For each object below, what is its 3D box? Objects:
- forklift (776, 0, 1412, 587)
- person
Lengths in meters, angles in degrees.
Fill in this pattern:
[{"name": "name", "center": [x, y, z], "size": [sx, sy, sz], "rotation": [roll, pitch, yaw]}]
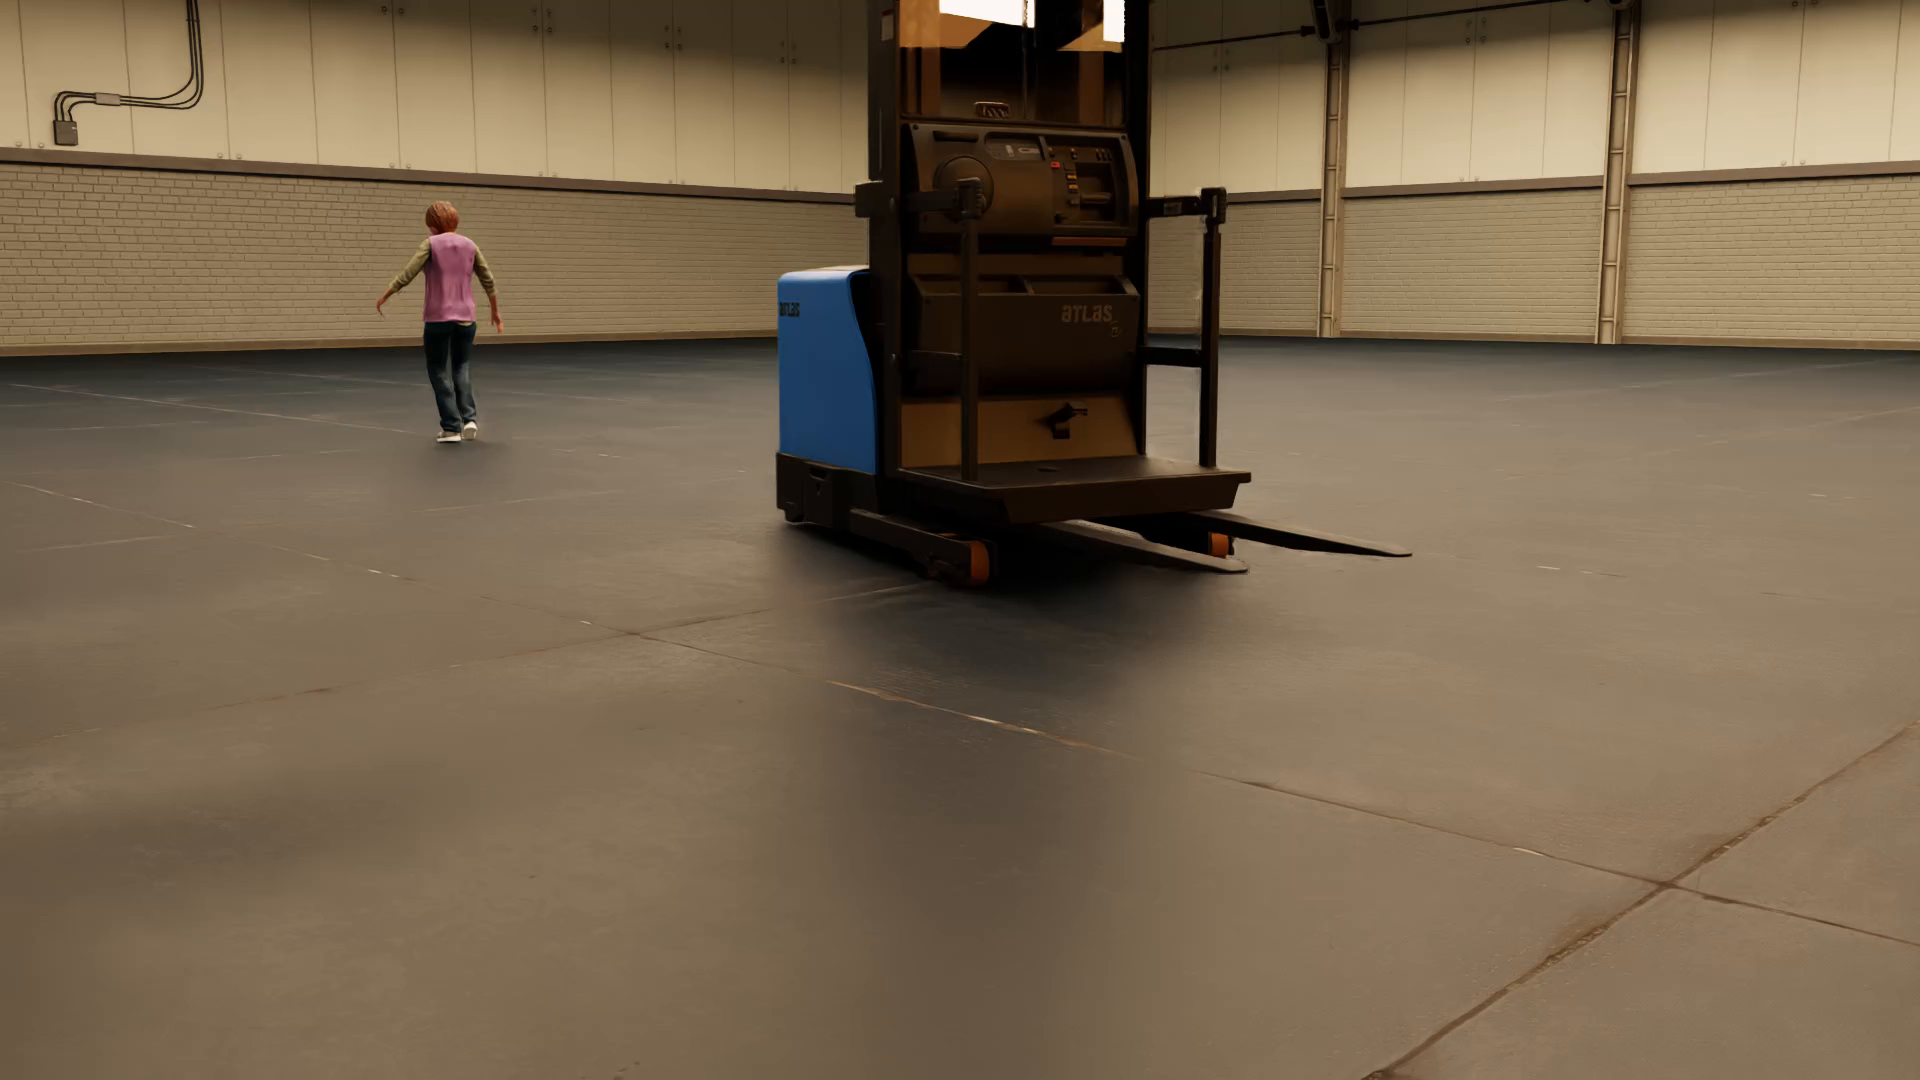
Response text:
[{"name": "forklift", "center": [0.344, -1.363, 5.928], "size": [1.130, 2.935, 3.031], "rotation": [-4, 10, -28]}, {"name": "person", "center": [-3.396, -1.416, 11.003], "size": [0.796, 1.606, 0.433], "rotation": [-6, 11, -35]}]
